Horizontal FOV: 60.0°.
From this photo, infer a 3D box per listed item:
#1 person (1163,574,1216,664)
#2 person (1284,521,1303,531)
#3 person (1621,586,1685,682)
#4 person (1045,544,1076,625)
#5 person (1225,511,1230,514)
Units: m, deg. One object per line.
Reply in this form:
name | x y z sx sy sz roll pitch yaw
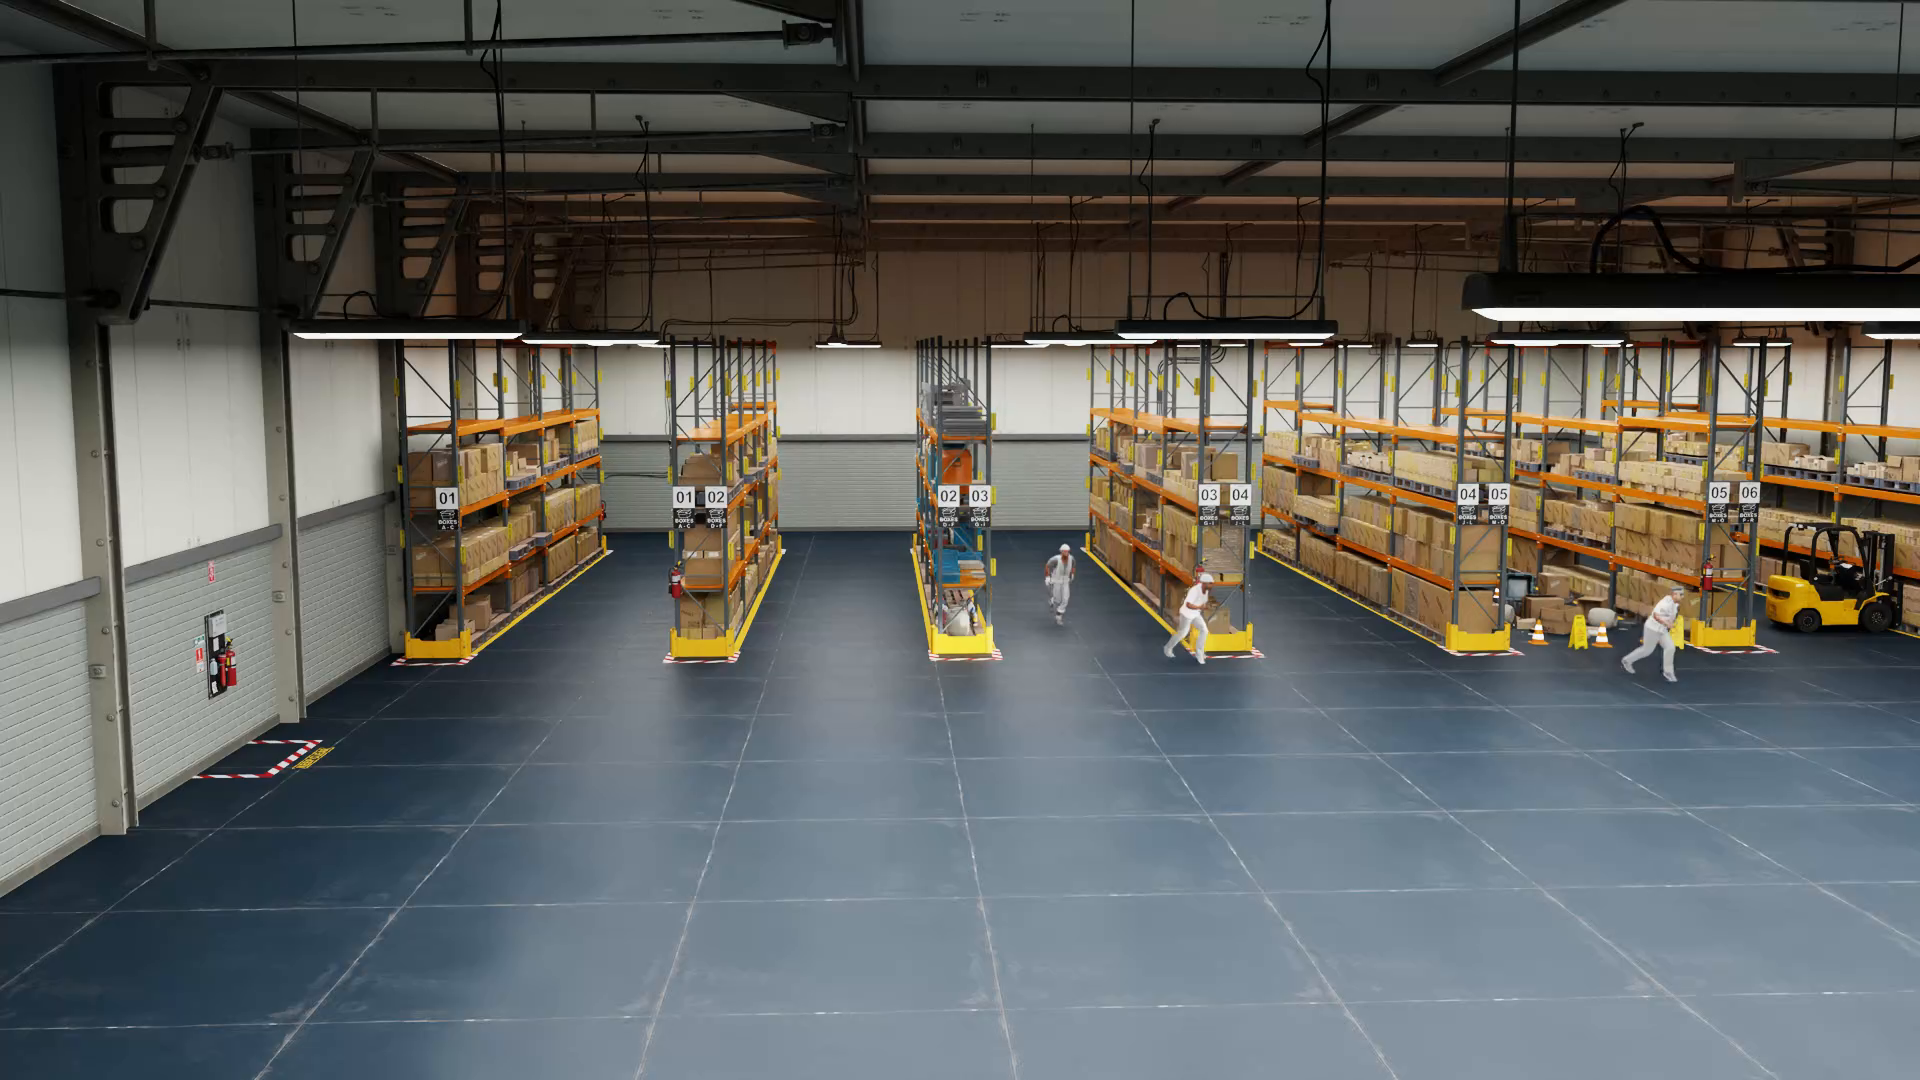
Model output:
person | 4.234 1.449 30.649 1.024 1.714 0.746 5 8 35
person | 9.763 -0.670 48.920 0.925 1.662 0.671 5 8 35
person | 12.132 1.617 29.128 1.024 1.720 0.703 5 8 40
person | 2.102 0.918 35.033 0.655 1.716 0.833 -3 7 -26
person | 7.808 -0.617 48.627 0.691 1.692 0.741 1 7 10
